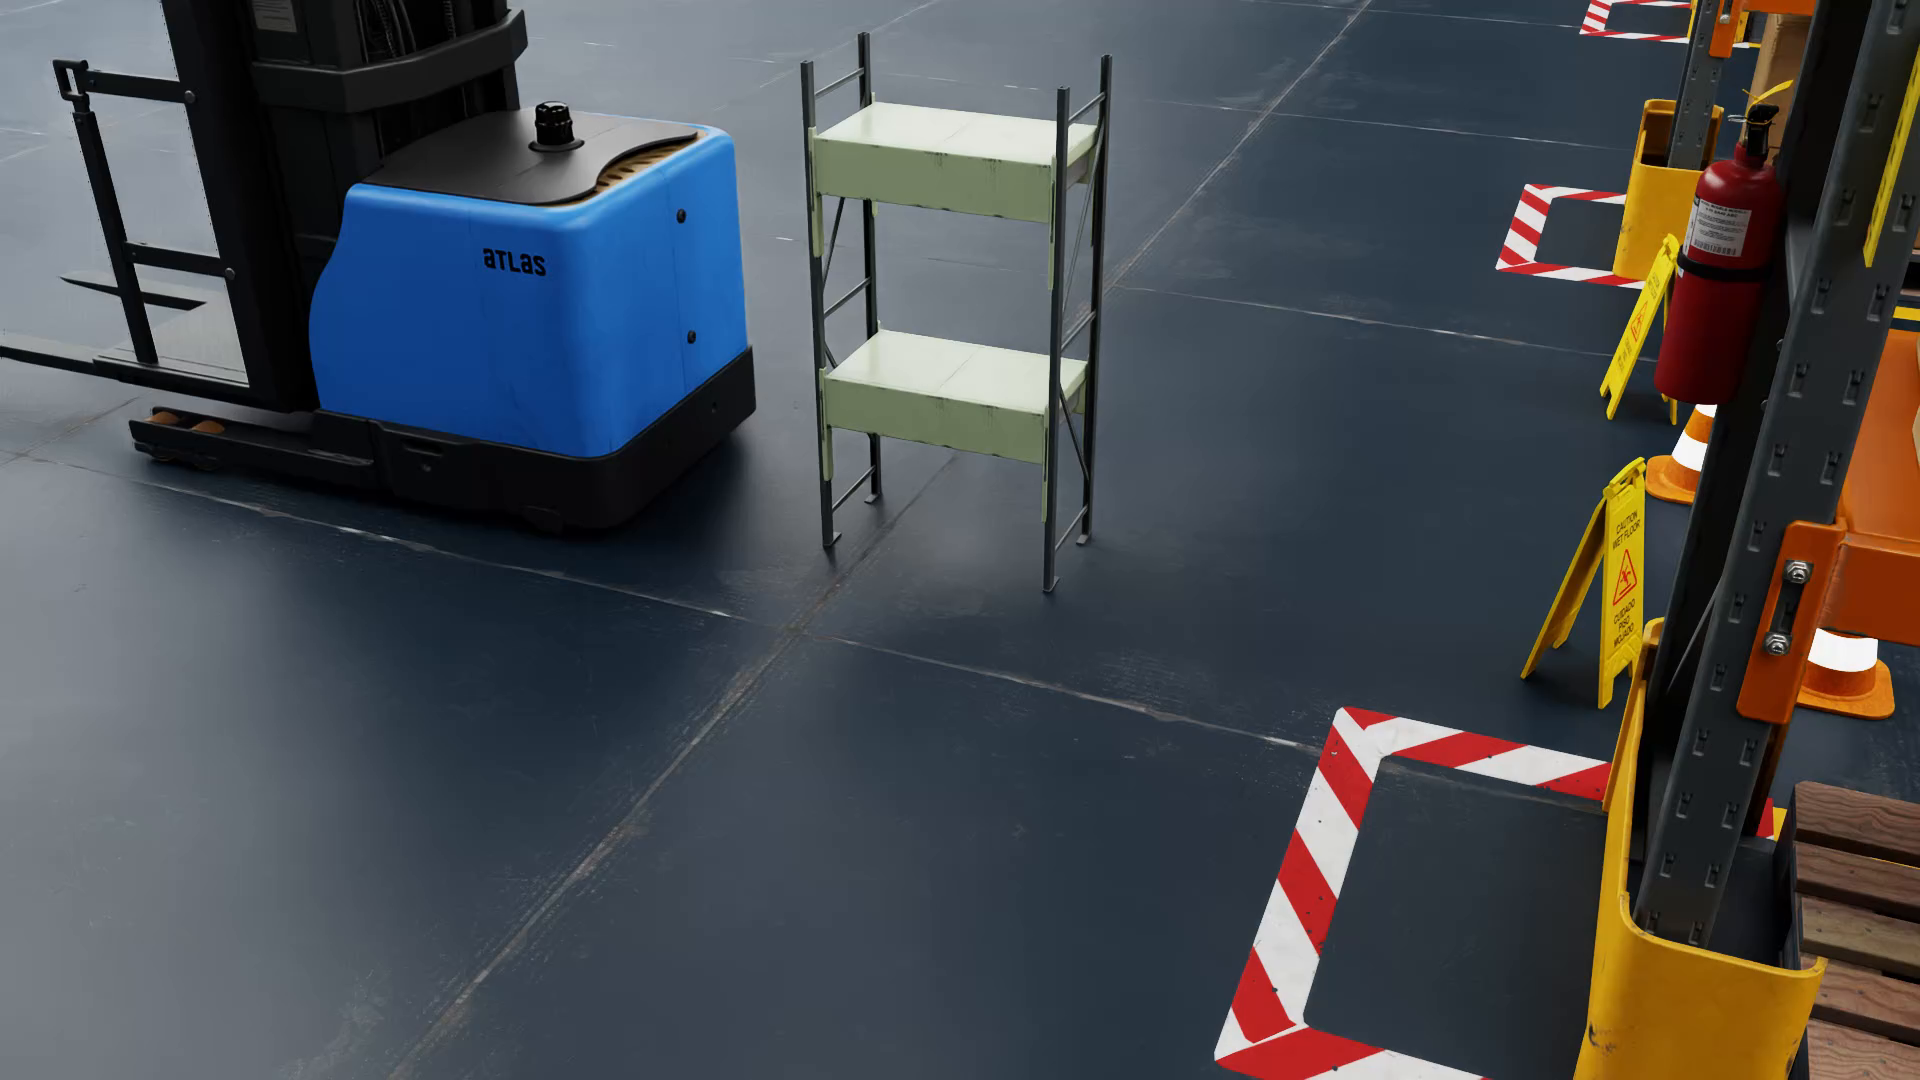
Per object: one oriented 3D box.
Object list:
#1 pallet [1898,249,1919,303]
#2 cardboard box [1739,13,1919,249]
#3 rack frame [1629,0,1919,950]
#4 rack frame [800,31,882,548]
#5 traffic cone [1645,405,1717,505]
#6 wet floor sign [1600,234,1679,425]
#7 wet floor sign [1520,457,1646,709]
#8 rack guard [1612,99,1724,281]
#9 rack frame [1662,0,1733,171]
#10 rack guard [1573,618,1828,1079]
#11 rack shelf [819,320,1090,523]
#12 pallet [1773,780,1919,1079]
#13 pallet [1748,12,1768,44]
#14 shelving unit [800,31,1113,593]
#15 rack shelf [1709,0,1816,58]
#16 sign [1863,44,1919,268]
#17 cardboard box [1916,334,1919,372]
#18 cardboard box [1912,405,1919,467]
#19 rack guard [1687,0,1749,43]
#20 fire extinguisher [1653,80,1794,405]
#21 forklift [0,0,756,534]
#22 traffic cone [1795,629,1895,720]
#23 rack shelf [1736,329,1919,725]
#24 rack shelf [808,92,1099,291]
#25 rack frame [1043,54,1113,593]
[{"bbox_3d":[4.029,-1.363,7.447,1.213,0.211,1.003,11,31,19],"label":"pallet"},{"bbox_3d":[3.912,-1.852,7.211,0.875,0.875,0.875,11,31,19],"label":"cardboard box"},{"bbox_3d":[1.492,-0.414,2.934,0.127,3.000,1.000,11,31,19],"label":"rack frame"},{"bbox_3d":[-0.345,-0.722,5.003,0.023,1.500,0.400,11,31,19],"label":"rack frame"},{"bbox_3d":[2.477,-0.387,5.464,0.334,0.463,0.336,11,31,19],"label":"traffic cone"},{"bbox_3d":[2.488,-0.767,5.951,0.232,0.644,0.267,6,30,11],"label":"wet floor sign"},{"bbox_3d":[1.718,0.088,4.438,0.232,0.644,0.267,24,37,36],"label":"wet floor sign"},{"bbox_3d":[3.237,-1.606,7.583,0.348,0.500,1.175,11,31,19],"label":"rack guard"},{"bbox_3d":[3.259,-2.689,6.960,0.127,3.000,1.000,11,31,19],"label":"rack frame"},{"bbox_3d":[1.562,0.688,3.524,0.348,0.500,1.175,11,31,19],"label":"rack guard"},{"bbox_3d":[-0.006,-0.370,5.044,0.720,0.370,0.431,11,31,19],"label":"rack shelf"},{"bbox_3d":[2.302,0.981,3.300,1.213,0.211,1.003,11,31,19],"label":"pallet"},{"bbox_3d":[6.028,-3.538,11.295,1.213,0.211,1.003,11,31,19],"label":"pallet"},{"bbox_3d":[-0.006,-0.654,4.883,0.755,1.500,0.431,11,31,19],"label":"shelving unit"},{"bbox_3d":[5.112,-2.006,6.482,4.000,0.370,1.077,11,31,19],"label":"rack shelf"},{"bbox_3d":[1.288,-0.543,2.283,0.005,0.325,0.100,11,31,19],"label":"sign"},{"bbox_3d":[1.919,-0.333,3.046,0.250,0.149,0.380,12,32,21],"label":"cardboard box"},{"bbox_3d":[1.729,-0.147,2.717,0.250,0.149,0.380,11,31,19],"label":"cardboard box"},{"bbox_3d":[5.288,-3.830,11.518,0.348,0.500,1.175,11,31,19],"label":"rack guard"},{"bbox_3d":[1.559,-0.611,3.362,0.183,0.674,0.296,11,31,19],"label":"fire extinguisher"},{"bbox_3d":[-2.298,-1.741,5.352,3.031,2.935,1.130,11,31,18],"label":"forklift"},{"bbox_3d":[2.375,0.182,4.458,0.334,0.463,0.336,11,31,19],"label":"traffic cone"},{"bbox_3d":[3.345,0.269,2.456,4.000,0.370,1.077,11,31,19],"label":"rack shelf"},{"bbox_3d":[-0.006,-0.994,4.691,0.720,0.370,0.431,11,31,19],"label":"rack shelf"},{"bbox_3d":[0.333,-0.586,4.763,0.023,1.500,0.400,11,31,19],"label":"rack frame"}]
